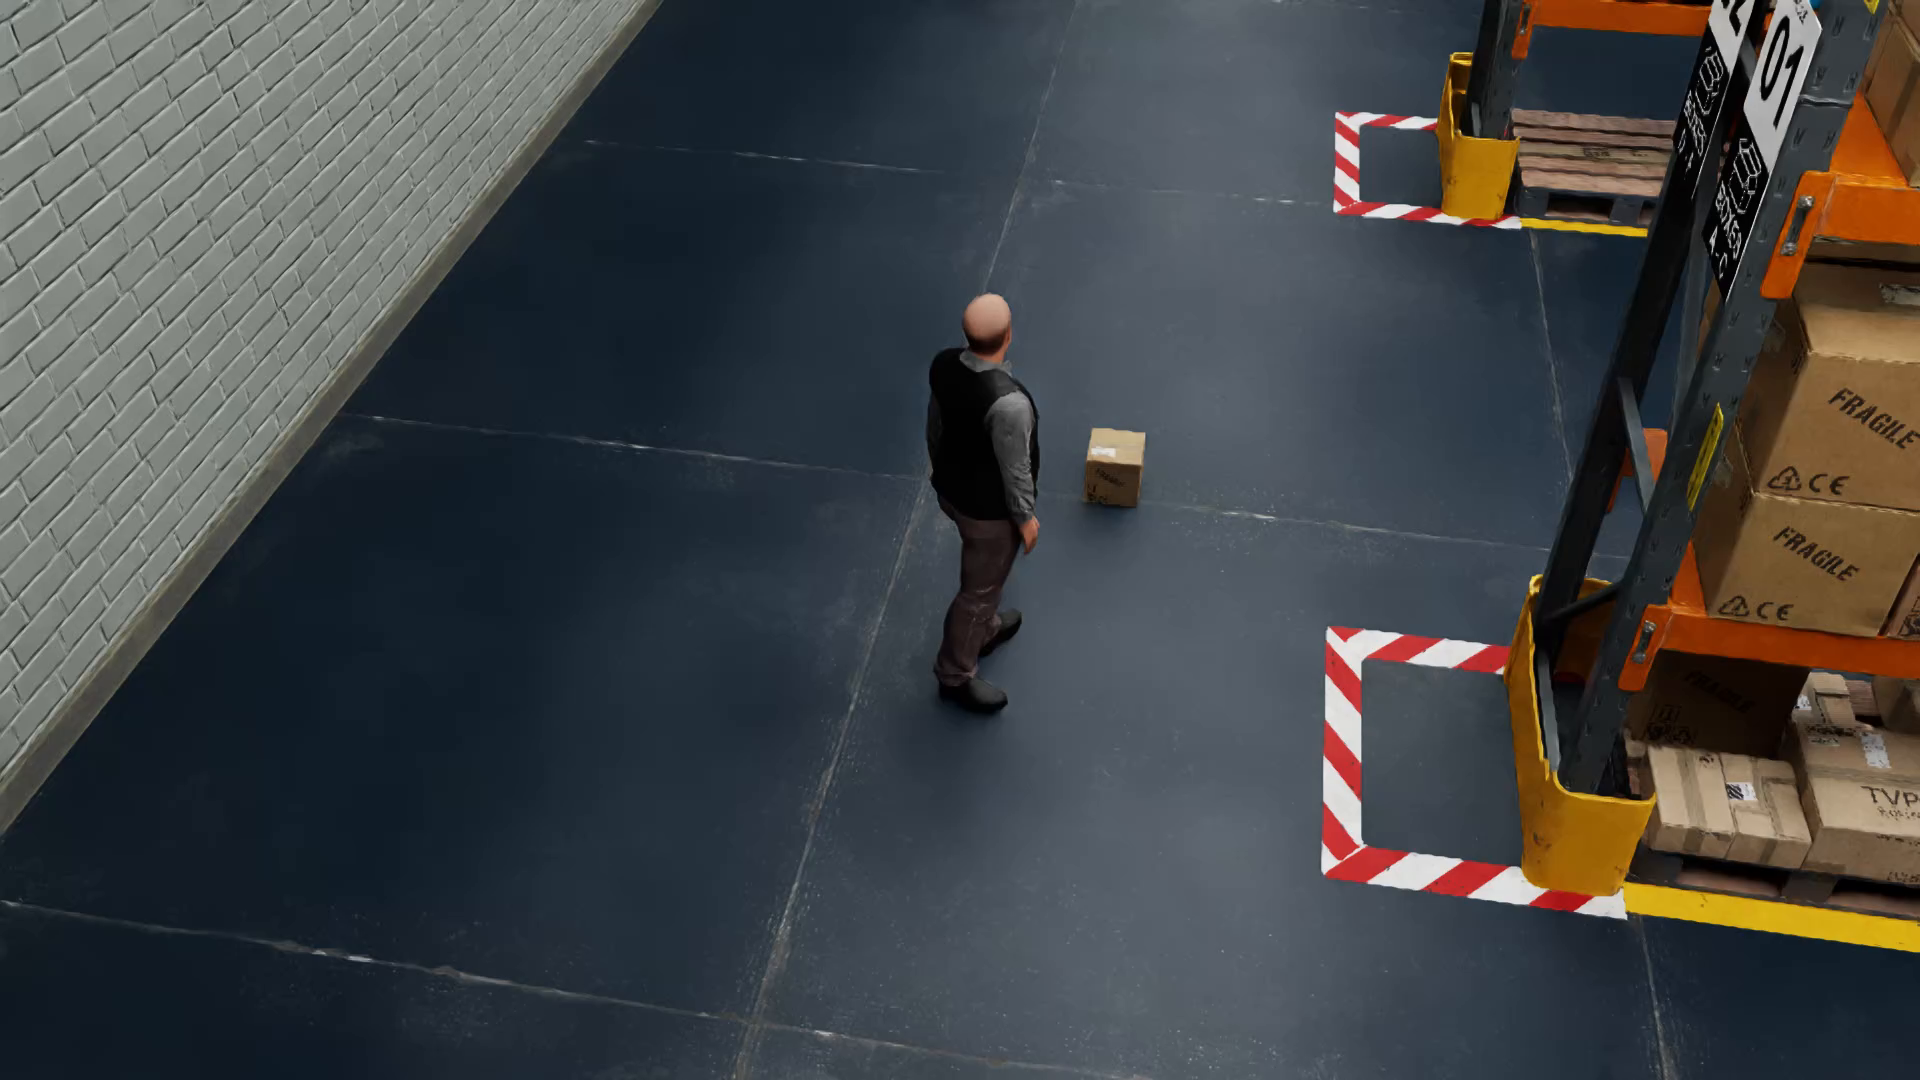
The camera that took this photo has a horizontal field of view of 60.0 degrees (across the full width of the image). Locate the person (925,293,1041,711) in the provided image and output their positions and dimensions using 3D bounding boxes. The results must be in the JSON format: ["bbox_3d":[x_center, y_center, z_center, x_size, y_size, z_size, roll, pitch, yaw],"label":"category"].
[{"bbox_3d":[0.101,-0.152,6.355,0.529,1.722,0.598,-21,45,-23],"label":"person"}]
